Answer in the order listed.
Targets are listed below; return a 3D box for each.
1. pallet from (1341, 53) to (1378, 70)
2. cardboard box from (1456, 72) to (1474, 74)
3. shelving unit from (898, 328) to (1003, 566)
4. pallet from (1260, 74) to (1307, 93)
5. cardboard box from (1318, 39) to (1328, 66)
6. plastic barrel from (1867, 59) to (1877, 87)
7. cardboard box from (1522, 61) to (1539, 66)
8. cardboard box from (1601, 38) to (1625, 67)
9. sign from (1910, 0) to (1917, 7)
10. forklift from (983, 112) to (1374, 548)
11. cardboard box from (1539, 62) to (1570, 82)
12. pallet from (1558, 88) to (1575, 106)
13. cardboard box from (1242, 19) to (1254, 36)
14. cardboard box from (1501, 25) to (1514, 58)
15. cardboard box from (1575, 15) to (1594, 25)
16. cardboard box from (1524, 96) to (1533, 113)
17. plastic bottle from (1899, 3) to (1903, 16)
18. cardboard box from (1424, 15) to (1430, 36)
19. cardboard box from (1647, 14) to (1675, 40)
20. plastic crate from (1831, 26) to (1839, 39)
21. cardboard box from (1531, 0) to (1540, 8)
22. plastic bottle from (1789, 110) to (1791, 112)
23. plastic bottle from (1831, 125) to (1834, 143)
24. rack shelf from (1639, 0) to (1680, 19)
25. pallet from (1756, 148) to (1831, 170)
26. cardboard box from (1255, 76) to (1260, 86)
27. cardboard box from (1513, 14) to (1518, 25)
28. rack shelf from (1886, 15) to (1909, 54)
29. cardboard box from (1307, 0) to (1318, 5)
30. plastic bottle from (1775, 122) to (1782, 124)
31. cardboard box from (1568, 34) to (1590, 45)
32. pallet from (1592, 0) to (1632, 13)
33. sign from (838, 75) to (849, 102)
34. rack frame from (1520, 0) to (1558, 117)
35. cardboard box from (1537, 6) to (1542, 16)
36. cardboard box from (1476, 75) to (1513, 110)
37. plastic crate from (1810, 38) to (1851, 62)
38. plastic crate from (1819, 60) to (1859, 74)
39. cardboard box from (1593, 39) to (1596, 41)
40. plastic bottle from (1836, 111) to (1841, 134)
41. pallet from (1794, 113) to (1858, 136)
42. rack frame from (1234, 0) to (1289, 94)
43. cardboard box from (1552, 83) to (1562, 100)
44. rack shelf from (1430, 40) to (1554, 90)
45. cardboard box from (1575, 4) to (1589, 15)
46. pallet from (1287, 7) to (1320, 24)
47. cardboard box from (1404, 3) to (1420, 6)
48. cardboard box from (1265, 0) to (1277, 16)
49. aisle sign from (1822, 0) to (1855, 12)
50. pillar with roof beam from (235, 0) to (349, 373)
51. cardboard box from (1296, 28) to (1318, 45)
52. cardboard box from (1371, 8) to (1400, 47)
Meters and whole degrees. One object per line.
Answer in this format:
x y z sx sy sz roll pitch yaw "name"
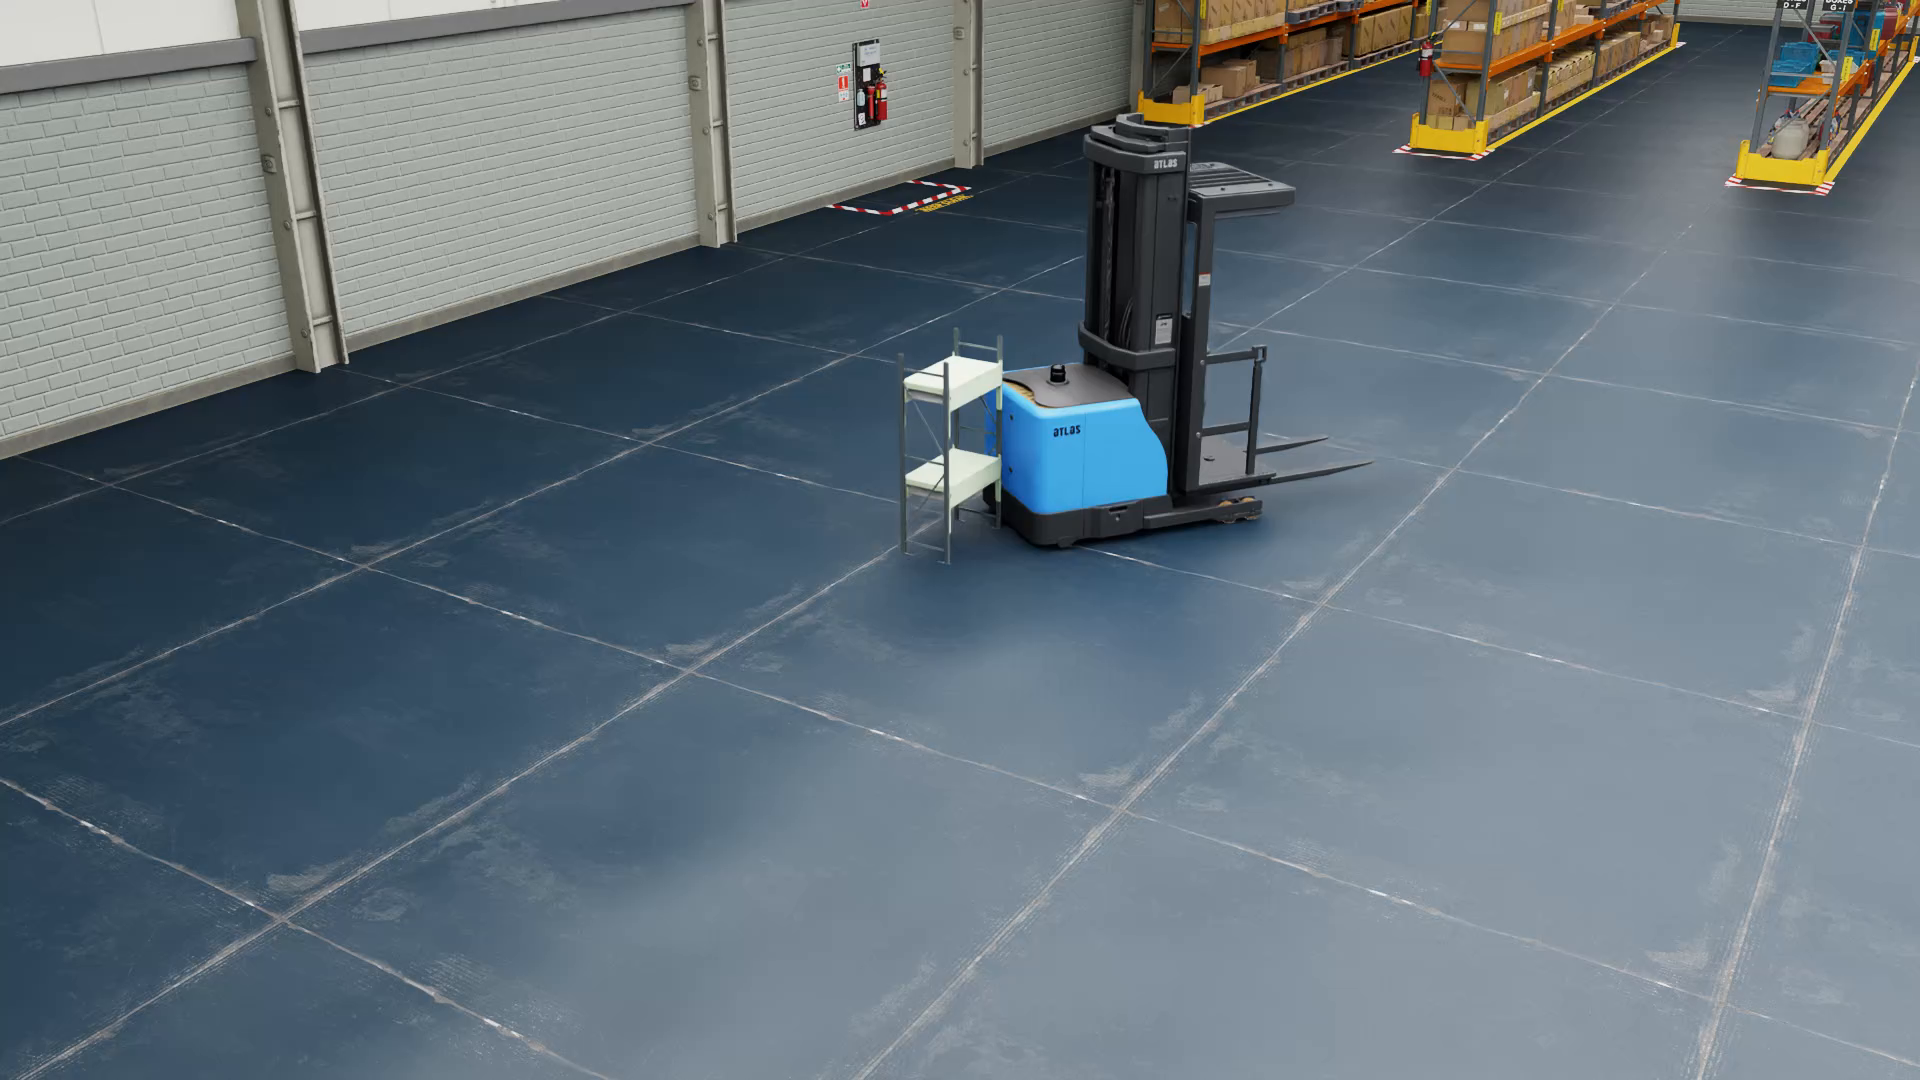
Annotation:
8.360 -10.403 36.016 1.003 0.211 1.213 14 27 29 "pallet"
8.680 -7.723 28.303 0.500 0.500 0.500 14 27 29 "cardboard box"
-0.060 -0.675 11.922 0.431 1.500 0.755 14 27 28 "shelving unit"
6.179 -9.066 32.927 1.003 0.211 1.213 14 27 29 "pallet"
7.174 -10.084 34.361 0.700 0.500 0.500 14 27 29 "cardboard box"
17.136 -8.993 31.754 0.600 0.588 0.708 14 27 29 "plastic barrel"
10.485 -8.776 30.973 0.500 0.311 0.500 14 27 29 "cardboard box"
13.384 -10.068 34.323 0.500 0.500 0.500 13 27 27 "cardboard box"
18.873 -10.718 32.884 0.100 0.325 0.005 14 27 29 "sign"
1.743 -1.651 12.376 3.031 2.935 1.130 -9 25 -21 "forklift"
10.951 -8.664 30.715 0.500 0.311 0.500 13 27 27 "cardboard box"
10.979 -8.436 31.472 1.003 0.211 1.213 14 27 29 "pallet"
4.991 -9.290 30.098 0.500 0.250 0.500 14 27 29 "cardboard box"
8.667 -8.241 27.385 0.700 0.500 0.500 14 27 29 "cardboard box"
11.851 -9.919 31.704 0.380 0.149 0.250 14 27 29 "cardboard box"
9.649 -7.608 28.980 0.500 0.250 0.500 14 27 29 "cardboard box"
18.473 -10.449 32.767 0.152 0.276 0.135 14 27 29 "plastic bottle"
10.739 -12.228 39.339 0.700 0.500 0.500 14 27 28 "cardboard box"
16.233 -11.916 38.592 0.500 0.500 0.500 14 27 29 "cardboard box"
14.504 -8.437 27.983 0.392 0.384 0.575 14 27 29 "plastic crate"
9.486 -9.365 28.349 0.700 0.500 0.500 14 27 29 "cardboard box"
13.646 -6.941 27.388 0.097 0.271 0.097 0 23 0 "plastic bottle"
13.638 -6.371 26.071 0.097 0.271 0.097 0 23 0 "plastic bottle"
15.255 -12.091 37.309 1.077 0.370 4.000 14 27 29 "rack shelf"
12.510 -5.685 25.118 1.003 0.211 1.213 14 27 29 "pallet"
5.513 -8.798 31.809 0.380 0.166 0.250 10 25 22 "cardboard box"
8.938 -8.562 27.310 0.380 0.149 0.250 13 27 28 "cardboard box"
17.352 -9.702 31.790 1.077 0.370 4.000 14 27 29 "rack shelf"
6.689 -10.911 32.999 0.700 0.500 0.500 18 29 36 "cardboard box"
12.902 -6.446 26.240 0.152 0.276 0.135 13 27 28 "plastic bottle"
12.410 -10.180 33.638 0.500 0.250 0.500 15 28 31 "cardboard box"
13.112 -10.965 34.045 1.003 0.211 1.213 14 27 29 "pallet"
-1.586 -6.150 22.637 0.001 0.329 0.234 14 27 29 "sign"
9.980 -9.046 29.370 1.000 3.000 0.127 14 27 29 "rack frame"
9.751 -9.081 28.508 0.380 0.149 0.250 13 27 27 "cardboard box"
8.857 -7.446 27.663 0.500 0.500 0.500 14 27 29 "cardboard box"
13.802 -7.828 26.635 0.767 0.338 0.504 14 27 29 "plastic crate"
13.545 -7.284 25.633 0.530 0.136 0.437 14 27 29 "plastic crate"
12.929 -10.169 34.556 0.500 0.500 0.500 13 26 27 "cardboard box"
14.092 -6.715 26.767 0.144 0.351 0.185 13 27 28 "plastic bottle"
14.568 -7.000 28.154 1.003 0.211 1.213 14 27 29 "pallet"
5.770 -10.083 31.765 1.000 3.000 0.127 14 27 29 "rack frame"
10.674 -8.233 30.425 0.500 0.250 0.500 15 27 30 "cardboard box"
8.925 -8.041 27.954 1.077 0.370 4.000 14 27 29 "rack shelf"
11.861 -10.241 32.244 0.500 0.311 0.500 16 28 32 "cardboard box"
6.297 -10.222 32.329 1.003 0.211 1.213 14 27 29 "pallet"
10.775 -12.702 39.617 0.380 0.149 0.250 14 27 29 "cardboard box"
5.525 -9.973 30.732 0.500 0.500 0.500 14 27 29 "cardboard box"
12.288 -7.764 23.136 0.394 0.787 0.004 14 27 29 "aisle sign"
-2.543 -4.926 12.302 9.100 9.000 0.400 14 27 29 "pillar with roof beam"
6.924 -10.224 33.740 0.500 0.250 0.500 14 27 29 "cardboard box"
9.291 -11.442 37.082 0.750 0.750 0.750 15 27 31 "cardboard box"
